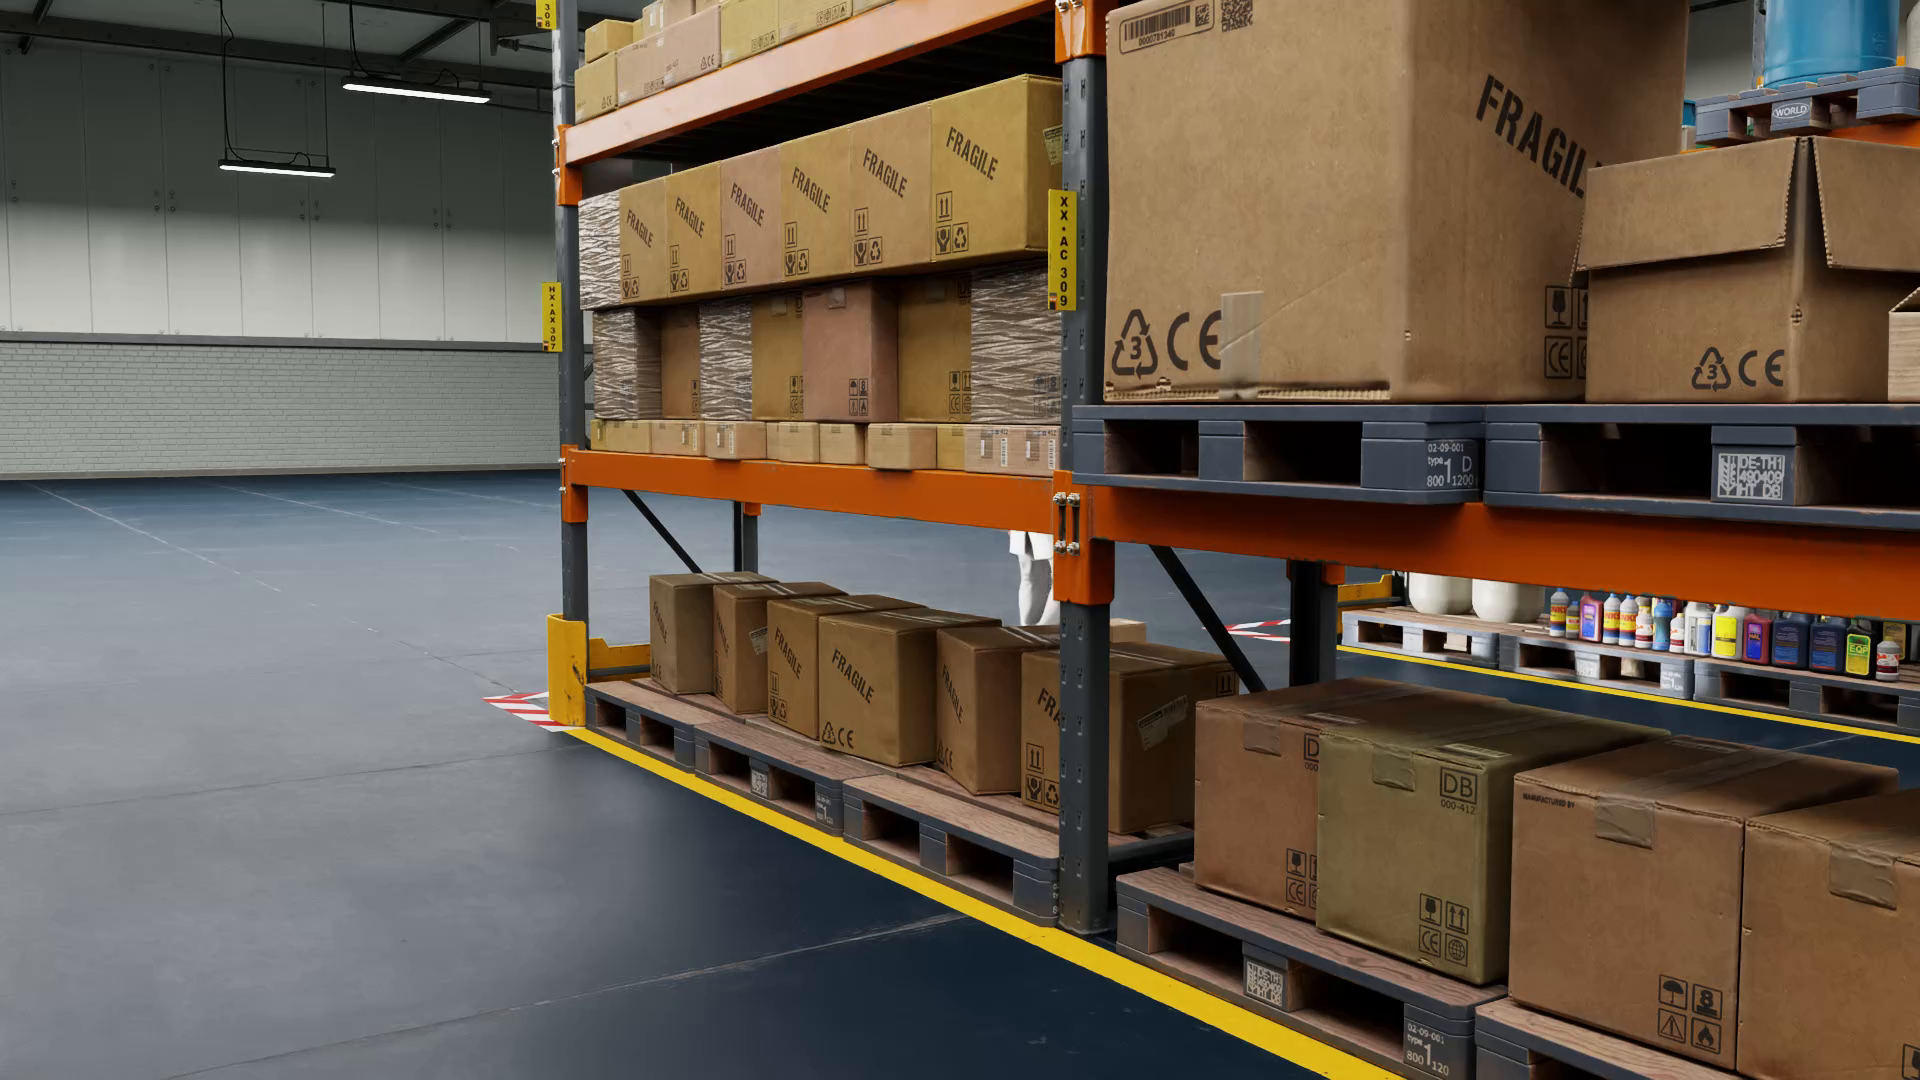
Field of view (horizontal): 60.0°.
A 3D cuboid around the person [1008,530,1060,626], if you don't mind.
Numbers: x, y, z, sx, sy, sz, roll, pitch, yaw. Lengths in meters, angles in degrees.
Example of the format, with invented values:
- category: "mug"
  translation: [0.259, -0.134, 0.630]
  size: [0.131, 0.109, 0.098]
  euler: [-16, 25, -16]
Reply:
- category: "person"
  translation: [0.489, -0.134, 9.433]
  size: [0.623, 1.790, 0.618]
  euler: [-4, 6, -41]
